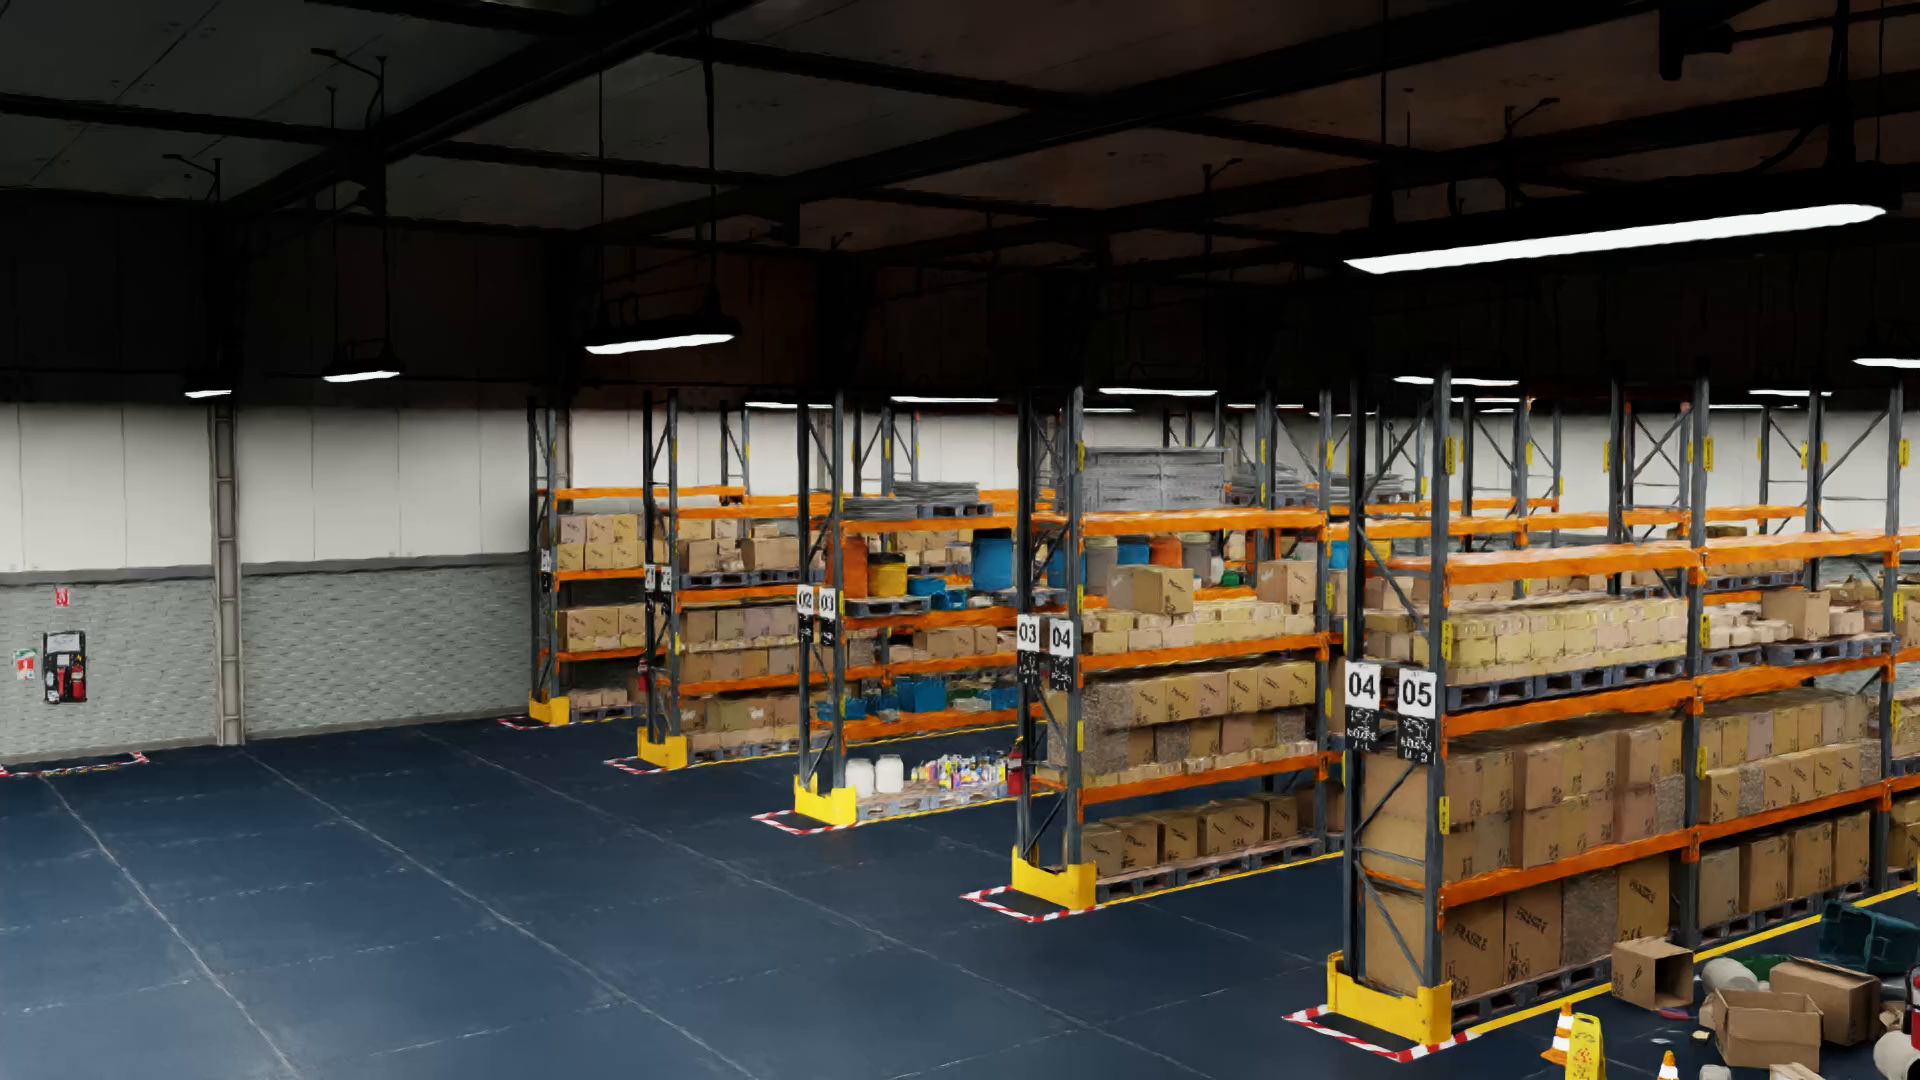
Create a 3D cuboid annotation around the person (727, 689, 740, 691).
[{"bbox_3d":[-4.007,2.521,29.436,0.514,1.782,0.638,1,4,23],"label":"person"}]
